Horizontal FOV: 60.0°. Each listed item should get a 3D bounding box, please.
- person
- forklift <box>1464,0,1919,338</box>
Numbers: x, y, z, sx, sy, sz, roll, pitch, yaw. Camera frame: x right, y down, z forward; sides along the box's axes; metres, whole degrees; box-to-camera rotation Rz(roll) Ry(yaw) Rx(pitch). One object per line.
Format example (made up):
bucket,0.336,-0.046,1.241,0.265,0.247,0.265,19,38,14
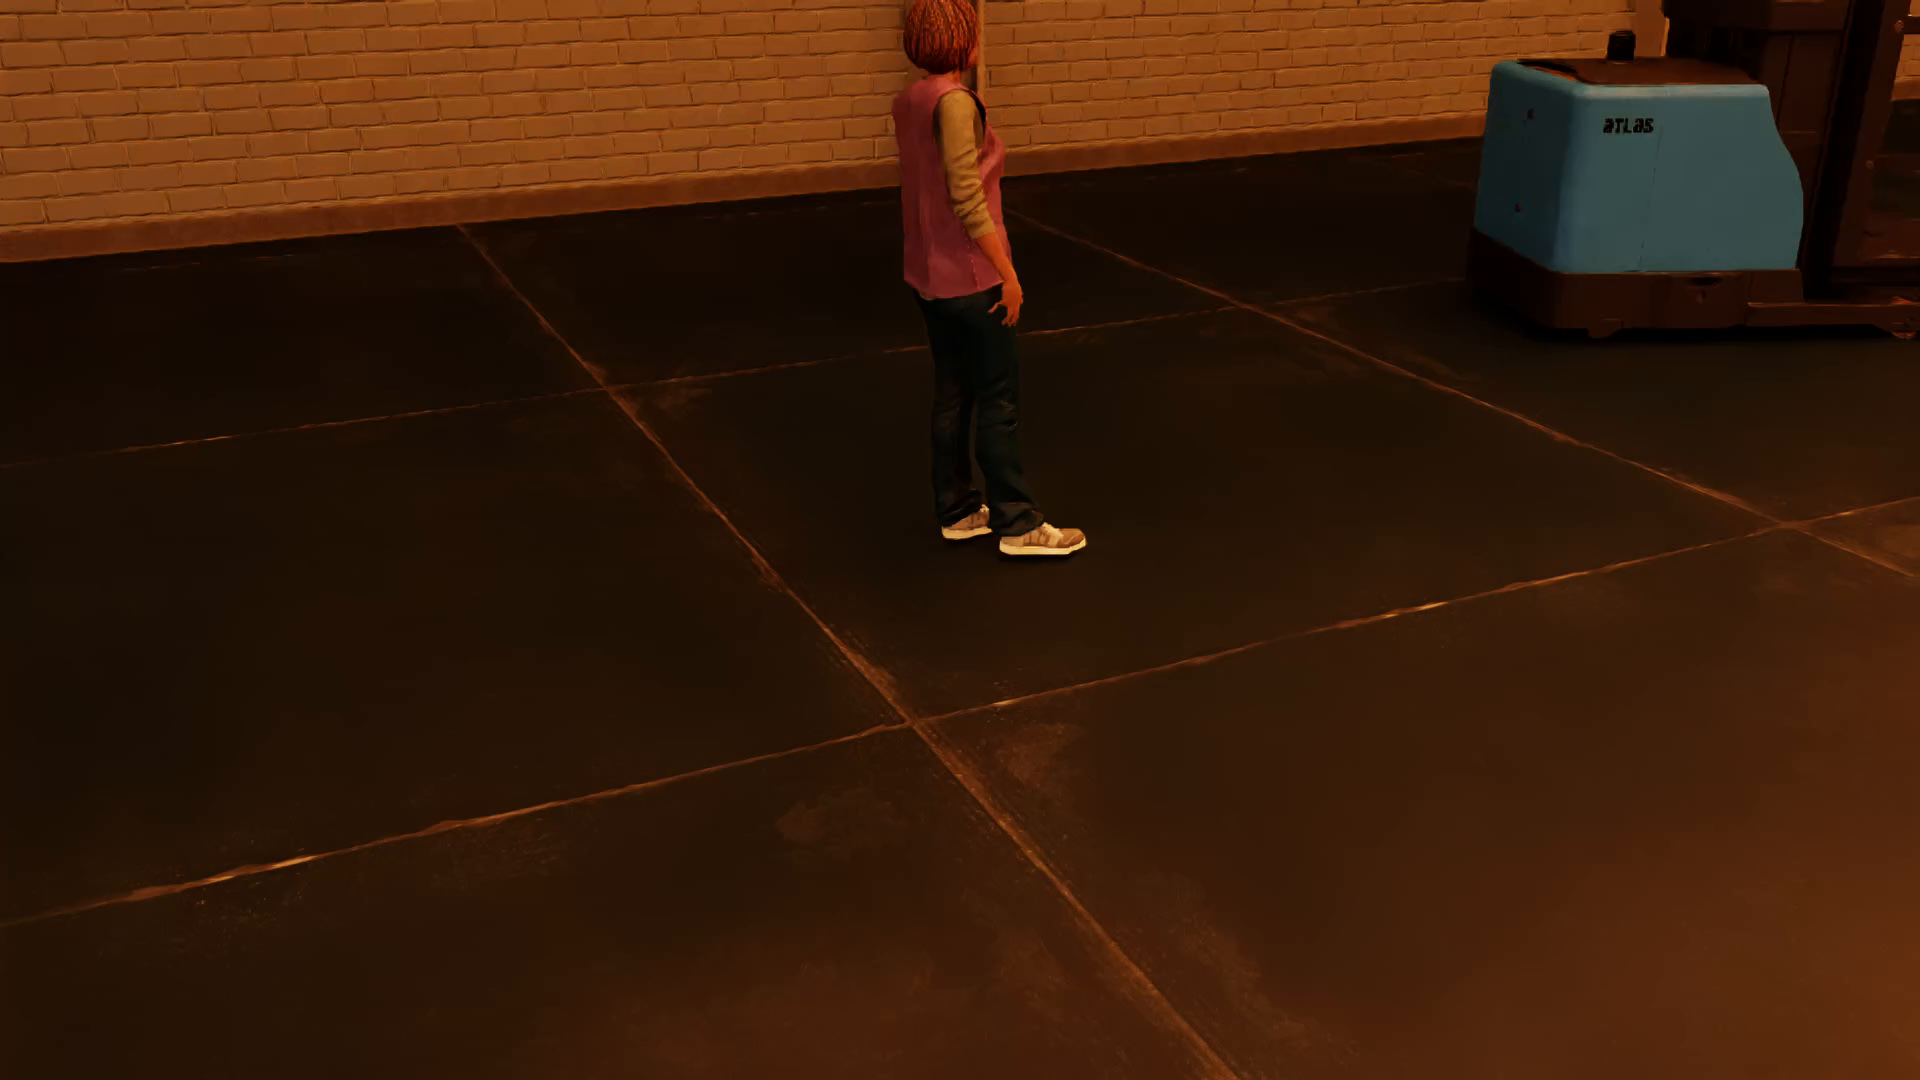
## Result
person,0.073,-0.751,4.815,0.474,1.597,0.520,-10,25,-23
forklift,3.959,-2.433,7.143,3.031,2.935,1.130,-2,23,-5
